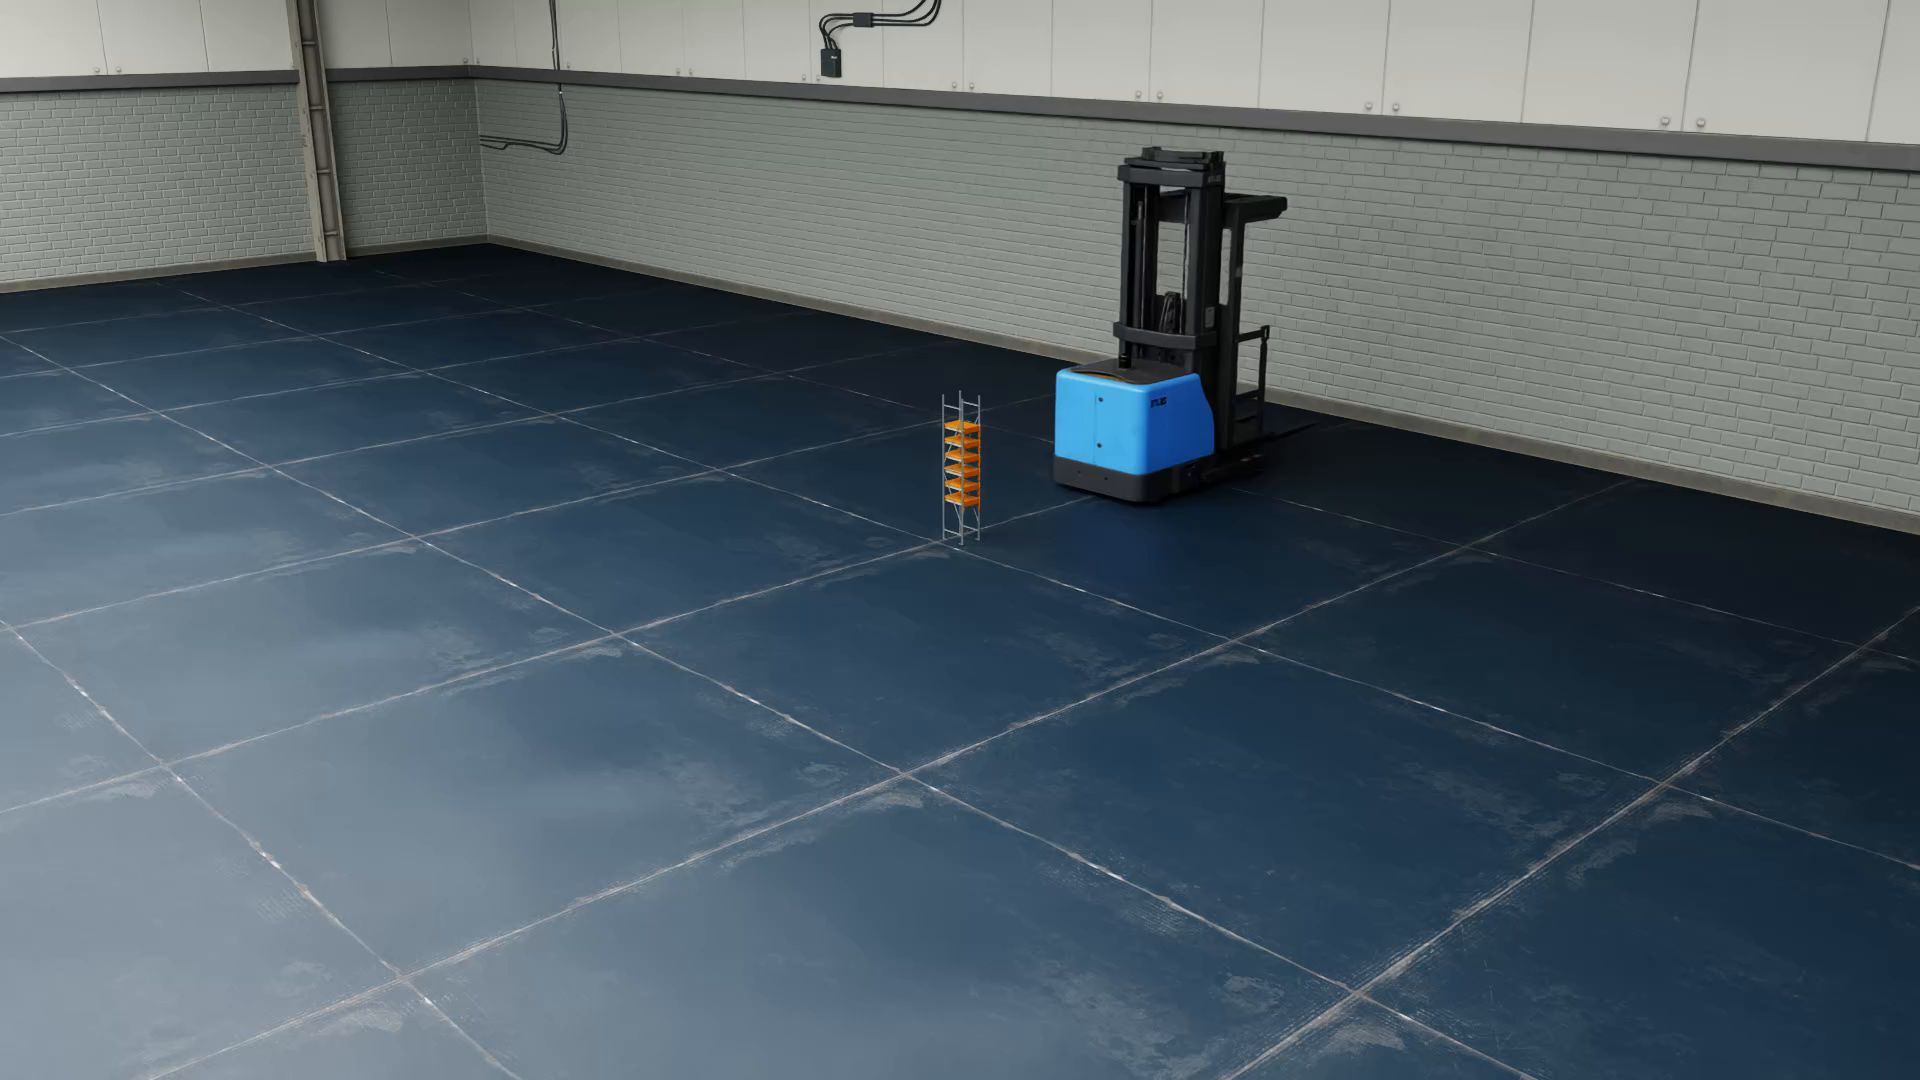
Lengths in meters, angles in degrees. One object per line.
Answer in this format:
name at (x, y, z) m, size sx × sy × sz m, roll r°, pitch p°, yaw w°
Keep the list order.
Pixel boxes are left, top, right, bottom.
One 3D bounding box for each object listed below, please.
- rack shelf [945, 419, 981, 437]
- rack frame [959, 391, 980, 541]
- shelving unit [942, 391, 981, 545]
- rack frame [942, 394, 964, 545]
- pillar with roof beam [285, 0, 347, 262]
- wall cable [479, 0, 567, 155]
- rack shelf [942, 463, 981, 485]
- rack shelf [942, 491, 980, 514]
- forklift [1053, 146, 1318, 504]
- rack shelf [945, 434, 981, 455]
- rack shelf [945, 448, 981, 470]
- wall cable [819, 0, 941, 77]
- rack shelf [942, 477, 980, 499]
rack shelf at (0.011, -0.874, 13.212) m, size 0.180 × 0.103 × 0.258 m, roll -16°, pitch 24°, yaw -41°
rack frame at (0.077, -0.593, 13.369) m, size 0.006 × 1.200 × 0.240 m, roll -16°, pitch 24°, yaw -41°
shelving unit at (0.011, -0.574, 13.309) m, size 0.189 × 1.200 × 0.258 m, roll -16°, pitch 24°, yaw -41°
rack frame at (-0.056, -0.554, 13.249) m, size 0.006 × 1.200 × 0.240 m, roll -16°, pitch 24°, yaw -41°
pillar with roof beam at (-7.646, -8.040, 23.693) m, size 0.400 × 9.000 × 9.100 m, roll -16°, pitch 24°, yaw -41°
wall cable at (-7.554, -7.856, 28.159) m, size 0.112 × 2.526 × 3.097 m, roll -16°, pitch 24°, yaw -41°
rack shelf at (0.011, -0.532, 13.323) m, size 0.180 × 0.103 × 0.258 m, roll -16°, pitch 24°, yaw -41°
rack shelf at (0.011, -0.303, 13.397) m, size 0.180 × 0.103 × 0.258 m, roll -16°, pitch 24°, yaw -41°
forklift at (2.222, -2.082, 15.153) m, size 1.130 × 2.935 × 3.031 m, roll 17°, pitch 24°, yaw 42°
rack shelf at (0.011, -0.760, 13.249) m, size 0.180 × 0.103 × 0.258 m, roll -16°, pitch 24°, yaw -41°
rack shelf at (0.011, -0.646, 13.286) m, size 0.180 × 0.103 × 0.258 m, roll -16°, pitch 24°, yaw -41°
wall cable at (-1.043, -8.820, 20.583) m, size 0.169 × 6.003 × 2.305 m, roll -16°, pitch 24°, yaw -41°
rack shelf at (0.011, -0.417, 13.360) m, size 0.180 × 0.103 × 0.258 m, roll -16°, pitch 24°, yaw -41°
